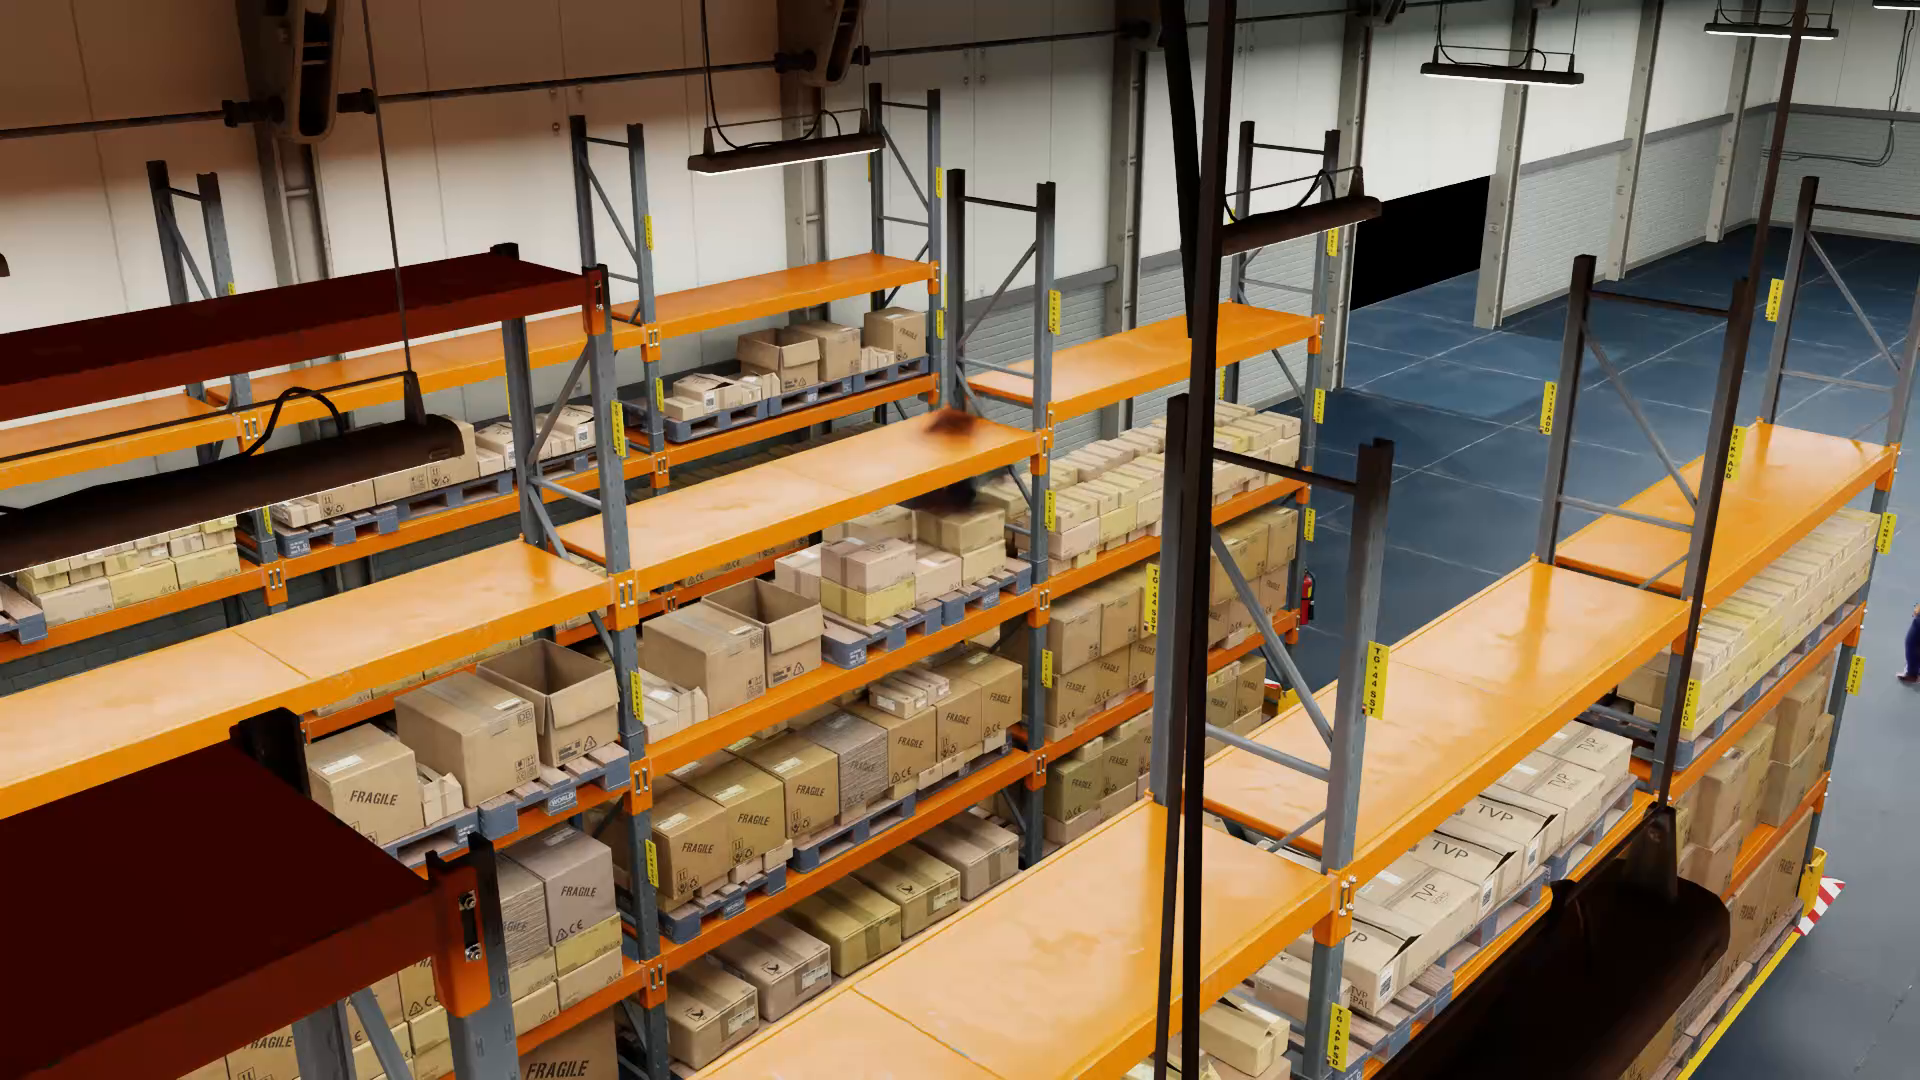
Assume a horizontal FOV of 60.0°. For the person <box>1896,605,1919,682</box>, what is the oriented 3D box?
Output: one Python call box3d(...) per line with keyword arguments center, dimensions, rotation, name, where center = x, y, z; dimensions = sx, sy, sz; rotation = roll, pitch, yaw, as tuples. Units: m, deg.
box3d(center=(10.381, 0.862, 17.606), dimensions=(0.616, 1.644, 0.823), rotation=(-4, 21, -9), name="person")
